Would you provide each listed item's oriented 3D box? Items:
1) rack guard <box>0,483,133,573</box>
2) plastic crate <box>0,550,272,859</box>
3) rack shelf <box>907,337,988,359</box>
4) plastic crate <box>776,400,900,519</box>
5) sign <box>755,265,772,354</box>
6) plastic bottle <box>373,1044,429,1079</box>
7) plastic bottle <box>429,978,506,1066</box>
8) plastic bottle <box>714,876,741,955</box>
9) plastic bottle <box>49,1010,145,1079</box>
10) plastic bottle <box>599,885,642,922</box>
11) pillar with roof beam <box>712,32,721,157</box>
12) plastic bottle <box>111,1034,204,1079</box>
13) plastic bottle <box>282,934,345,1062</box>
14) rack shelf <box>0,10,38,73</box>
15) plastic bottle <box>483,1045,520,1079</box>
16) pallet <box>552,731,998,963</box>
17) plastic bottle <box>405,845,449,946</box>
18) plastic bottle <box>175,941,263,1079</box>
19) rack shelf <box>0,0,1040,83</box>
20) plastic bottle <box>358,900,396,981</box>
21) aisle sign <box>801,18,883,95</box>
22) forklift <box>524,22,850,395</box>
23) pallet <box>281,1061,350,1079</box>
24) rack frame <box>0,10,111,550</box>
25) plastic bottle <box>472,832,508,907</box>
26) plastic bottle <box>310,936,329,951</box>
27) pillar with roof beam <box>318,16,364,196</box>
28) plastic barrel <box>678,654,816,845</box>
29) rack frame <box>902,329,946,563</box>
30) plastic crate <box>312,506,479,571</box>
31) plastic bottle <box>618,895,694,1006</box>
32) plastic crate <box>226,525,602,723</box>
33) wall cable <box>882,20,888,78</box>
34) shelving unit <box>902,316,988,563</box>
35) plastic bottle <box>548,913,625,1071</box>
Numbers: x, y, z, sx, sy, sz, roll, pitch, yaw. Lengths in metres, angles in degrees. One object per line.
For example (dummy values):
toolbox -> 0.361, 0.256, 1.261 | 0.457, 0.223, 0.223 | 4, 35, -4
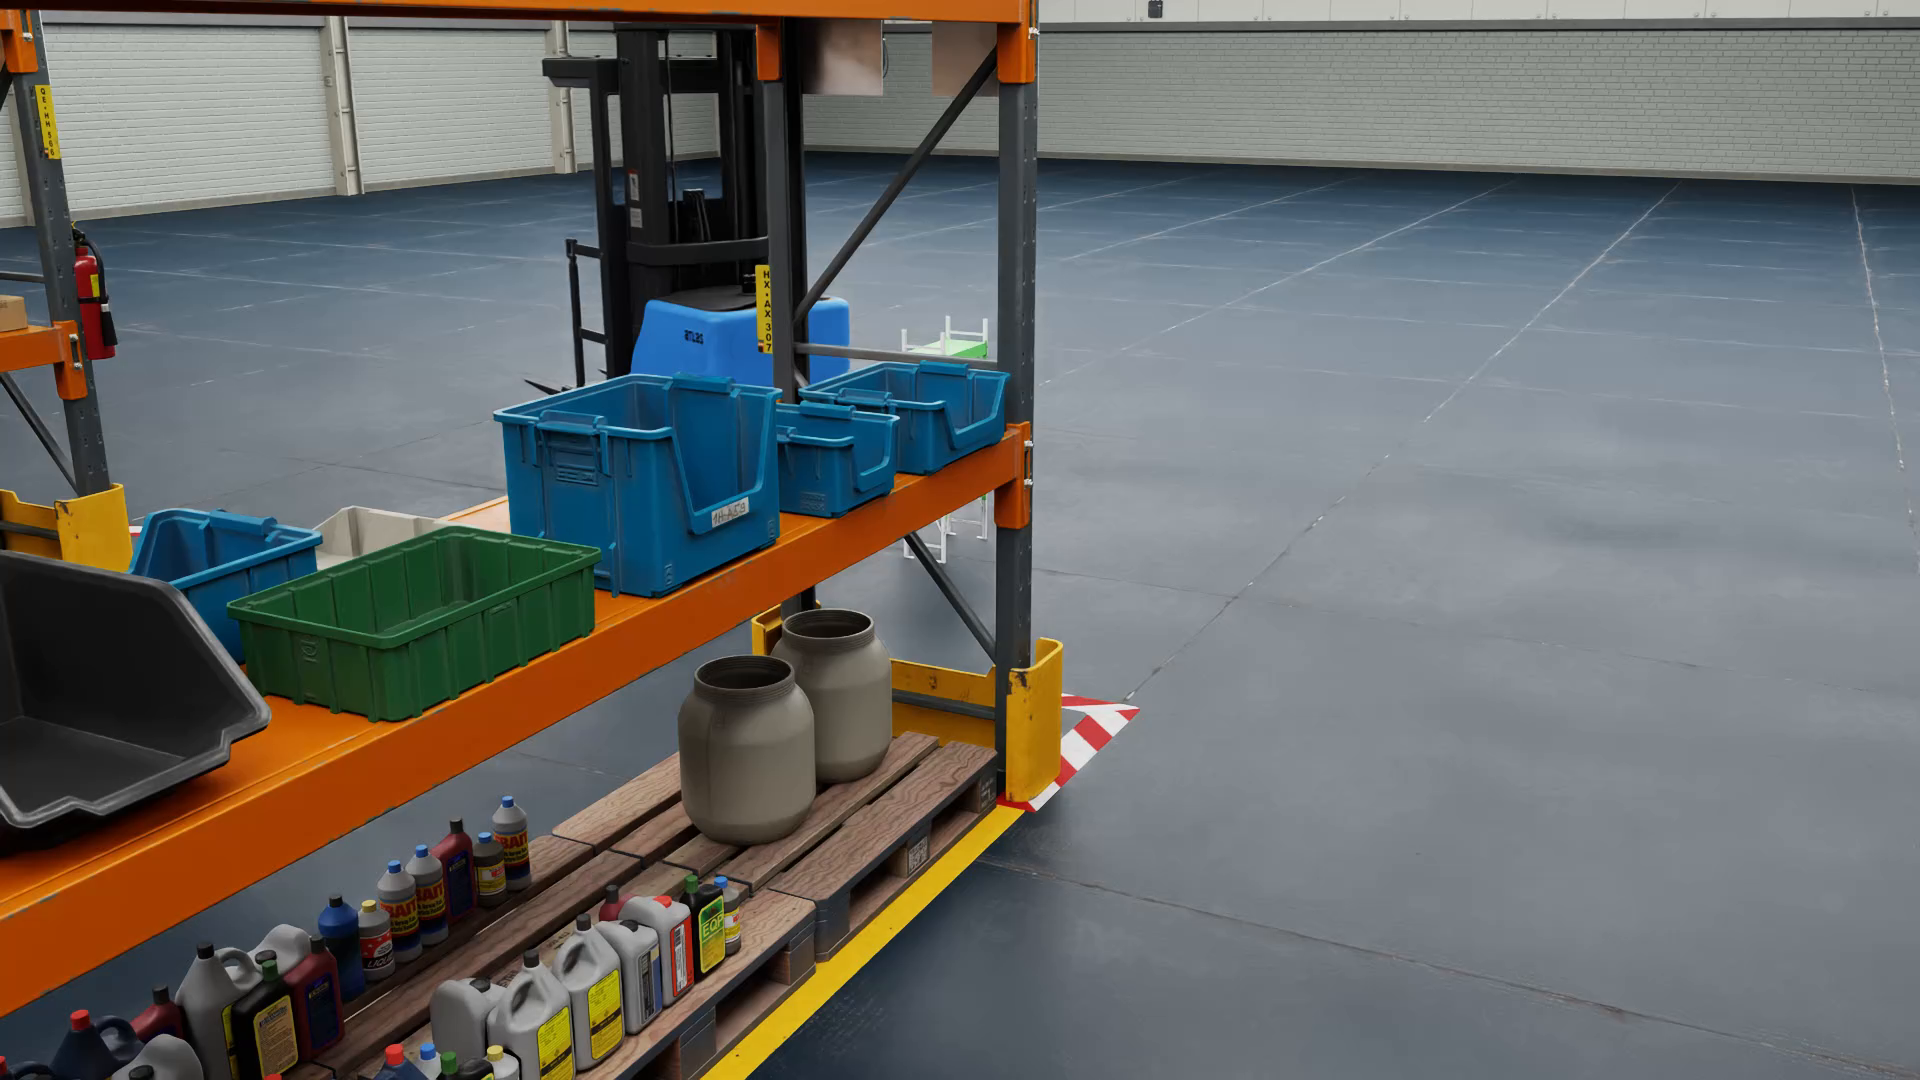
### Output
rack guard -> -4.680, -0.057, 8.339 | 1.175, 0.500, 0.348 | 8, 18, 25
plastic crate -> -1.655, 0.287, 2.900 | 0.767, 0.338, 0.504 | 8, 18, 25
rack shelf -> -0.074, -0.932, 8.593 | 0.258, 0.148, 0.480 | 8, 18, 25
plastic crate -> -0.466, -0.243, 4.836 | 0.499, 0.251, 0.408 | 8, 18, 25
sign -> -0.705, -0.849, 6.127 | 0.100, 0.325, 0.005 | 8, 18, 25
plastic bottle -> -1.186, 1.232, 3.488 | 0.144, 0.351, 0.185 | 7, 18, 23
plastic bottle -> -1.140, 1.147, 3.905 | 0.152, 0.276, 0.135 | 8, 18, 25
plastic bottle -> -0.644, 1.009, 4.500 | 0.097, 0.201, 0.097 | 0, 17, 0
plastic bottle -> -1.887, 1.183, 3.652 | 0.144, 0.351, 0.185 | 7, 18, 23
plastic bottle -> -0.876, 1.017, 4.329 | 0.061, 0.283, 0.133 | 8, 18, 25
pillar with roof beam -> -1.815, -13.073, 37.235 | 9.100, 9.000, 0.400 | 8, 18, 25
plastic bottle -> -1.743, 1.232, 3.620 | 0.152, 0.276, 0.135 | 8, 18, 25
plastic bottle -> -1.571, 1.106, 4.031 | 0.061, 0.283, 0.133 | 8, 18, 25
rack shelf -> -5.540, -1.859, 6.009 | 1.077, 0.370, 4.000 | 8, 18, 25
plastic bottle -> -1.039, 1.235, 3.742 | 0.097, 0.201, 0.097 | 0, 17, 0
pallet -> -0.575, 0.923, 5.544 | 1.003, 0.211, 1.213 | 8, 18, 25
plastic bottle -> -1.457, 0.962, 4.538 | 0.097, 0.271, 0.097 | 0, 17, 0
plastic bottle -> -1.743, 1.101, 3.929 | 0.144, 0.351, 0.185 | 8, 18, 25
rack shelf -> -1.109, -1.228, 3.887 | 1.077, 0.370, 4.000 | 8, 18, 25
plastic bottle -> -1.546, 1.046, 4.377 | 0.097, 0.201, 0.097 | 0, 17, 0
aisle sign -> -0.445, -1.947, 5.744 | 0.394, 0.787, 0.004 | 8, 18, 25
forklift -> -1.989, -2.099, 10.945 | 1.130, 2.935, 3.031 | -13, 21, -37
pallet -> -1.665, 1.545, 3.452 | 1.003, 0.211, 1.213 | 8, 18, 25
rack frame -> -4.646, -1.275, 8.049 | 1.000, 3.000, 0.127 | 8, 18, 25
plastic bottle -> -1.350, 0.934, 4.753 | 0.097, 0.201, 0.097 | 0, 17, 0
plastic bottle -> -1.638, 1.098, 4.201 | 0.097, 0.201, 0.097 | 0, 17, 0
pillar with roof beam -> -7.177, -10.017, 26.944 | 9.100, 9.000, 0.400 | 8, 18, 25
plastic barrel -> -0.665, 0.652, 5.195 | 0.421, 0.512, 0.421 | 0, 17, 0
rack frame -> -0.183, -0.471, 8.502 | 0.240, 1.200, 0.015 | 8, 18, 25
plastic crate -> -1.504, 0.055, 4.035 | 0.530, 0.136, 0.437 | 8, 18, 25
plastic bottle -> -0.781, 1.034, 4.285 | 0.152, 0.276, 0.135 | 8, 18, 26
plastic crate -> -1.144, 0.166, 3.570 | 0.450, 0.188, 0.662 | 8, 18, 25
wall cable -> -3.167, -12.715, 41.481 | 3.097, 2.526, 0.112 | 8, 18, 25
shelving unit -> -0.074, -0.533, 8.712 | 0.258, 1.200, 0.503 | 8, 18, 25
plastic bottle -> -0.913, 1.076, 4.012 | 0.144, 0.351, 0.185 | 9, 19, 28
